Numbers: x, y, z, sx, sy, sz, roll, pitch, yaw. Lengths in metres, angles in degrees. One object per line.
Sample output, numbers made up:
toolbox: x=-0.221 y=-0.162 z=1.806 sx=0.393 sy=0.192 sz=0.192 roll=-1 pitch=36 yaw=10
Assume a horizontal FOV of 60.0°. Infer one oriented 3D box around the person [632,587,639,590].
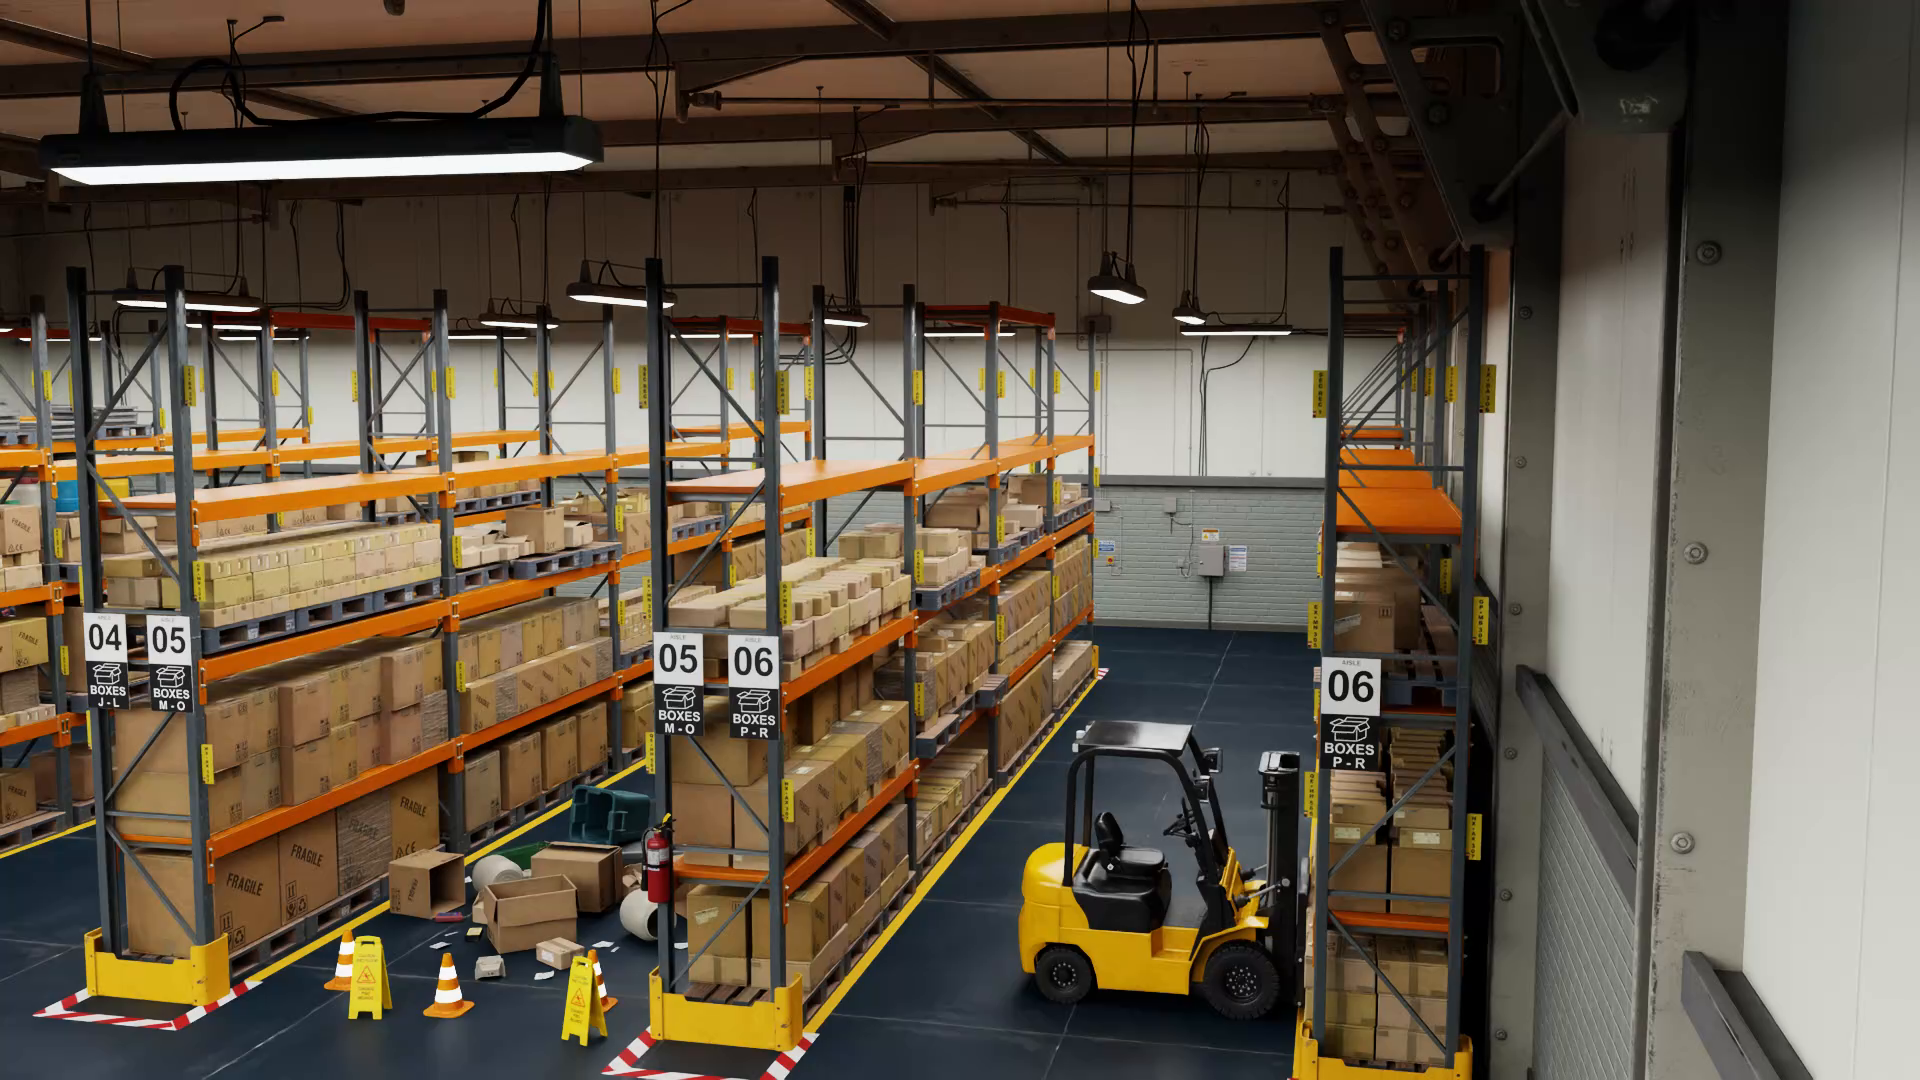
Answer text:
person: x=-5.349 y=1.551 z=28.009 sx=0.553 sy=1.581 sz=0.693 roll=2 pitch=6 yaw=22
